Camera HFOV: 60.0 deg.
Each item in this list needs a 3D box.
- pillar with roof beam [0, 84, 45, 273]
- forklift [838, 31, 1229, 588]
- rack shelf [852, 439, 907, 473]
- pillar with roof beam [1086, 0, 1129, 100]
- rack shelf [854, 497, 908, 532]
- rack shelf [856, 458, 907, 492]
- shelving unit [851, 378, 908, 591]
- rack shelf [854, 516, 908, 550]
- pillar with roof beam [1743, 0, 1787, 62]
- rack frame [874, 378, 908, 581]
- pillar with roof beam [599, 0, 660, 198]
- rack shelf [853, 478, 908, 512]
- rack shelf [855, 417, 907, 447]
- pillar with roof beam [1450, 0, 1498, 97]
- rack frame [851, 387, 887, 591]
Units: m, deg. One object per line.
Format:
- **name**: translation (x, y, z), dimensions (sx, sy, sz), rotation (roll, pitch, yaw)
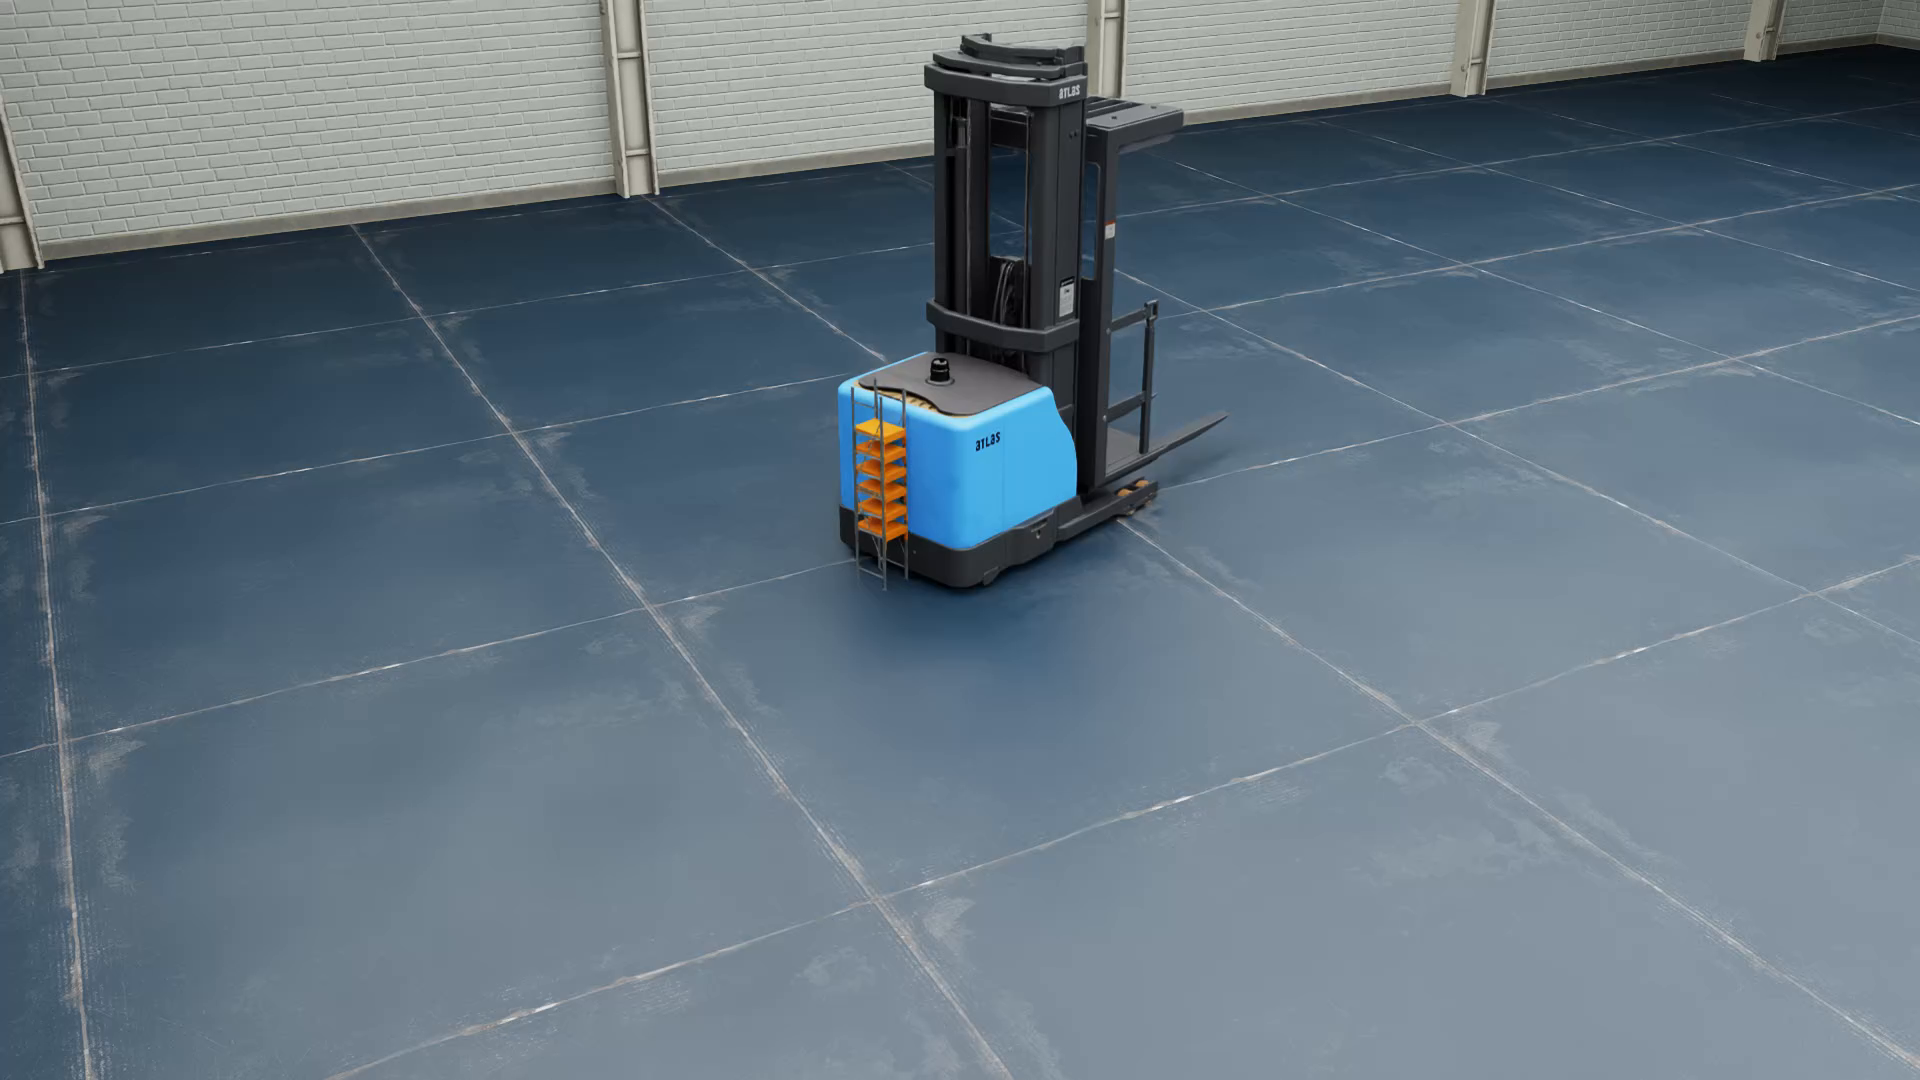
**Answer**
- **pillar with roof beam**: translation (-6.781, -4.974, 10.213), dimensions (0.400, 9.000, 9.100), rotation (-13, 29, -25)
- **forklift**: translation (0.623, -1.606, 10.208), dimensions (1.130, 2.935, 3.031), rotation (21, 33, 37)
- **rack shelf**: translation (-0.455, -0.483, 9.418), dimensions (0.258, 0.103, 0.180), rotation (21, 33, 37)
- **pillar with roof beam**: translation (3.807, -7.418, 15.303), dimensions (0.400, 9.000, 9.100), rotation (-13, 29, -25)
- **rack shelf**: translation (-0.455, -0.158, 9.574), dimensions (0.258, 0.103, 0.180), rotation (21, 33, 37)
- **rack shelf**: translation (-0.455, -0.375, 9.470), dimensions (0.258, 0.103, 0.180), rotation (21, 33, 37)
- **shelving unit**: translation (-0.455, -0.307, 9.502), dimensions (0.258, 1.200, 0.189), rotation (21, 33, 37)
- **rack shelf**: translation (-0.455, -0.050, 9.625), dimensions (0.258, 0.103, 0.180), rotation (21, 33, 37)
- **pillar with roof beam**: translation (14.396, -9.862, 20.393), dimensions (0.400, 9.000, 9.100), rotation (-13, 29, -25)
- **rack frame**: translation (-0.395, -0.336, 9.564), dimensions (0.240, 1.200, 0.006), rotation (21, 33, 37)
- **pillar with roof beam**: translation (-1.487, -6.196, 12.758), dimensions (0.400, 9.000, 9.100), rotation (-13, 29, -25)
- **rack shelf**: translation (-0.455, -0.267, 9.522), dimensions (0.258, 0.103, 0.180), rotation (21, 33, 37)
- **rack shelf**: translation (-0.455, -0.591, 9.366), dimensions (0.258, 0.103, 0.180), rotation (21, 33, 37)
- **pillar with roof beam**: translation (9.101, -8.640, 17.848), dimensions (0.400, 9.000, 9.100), rotation (-13, 29, -25)
- **rack frame**: translation (-0.516, -0.277, 9.441), dimensions (0.240, 1.200, 0.006), rotation (21, 33, 37)
